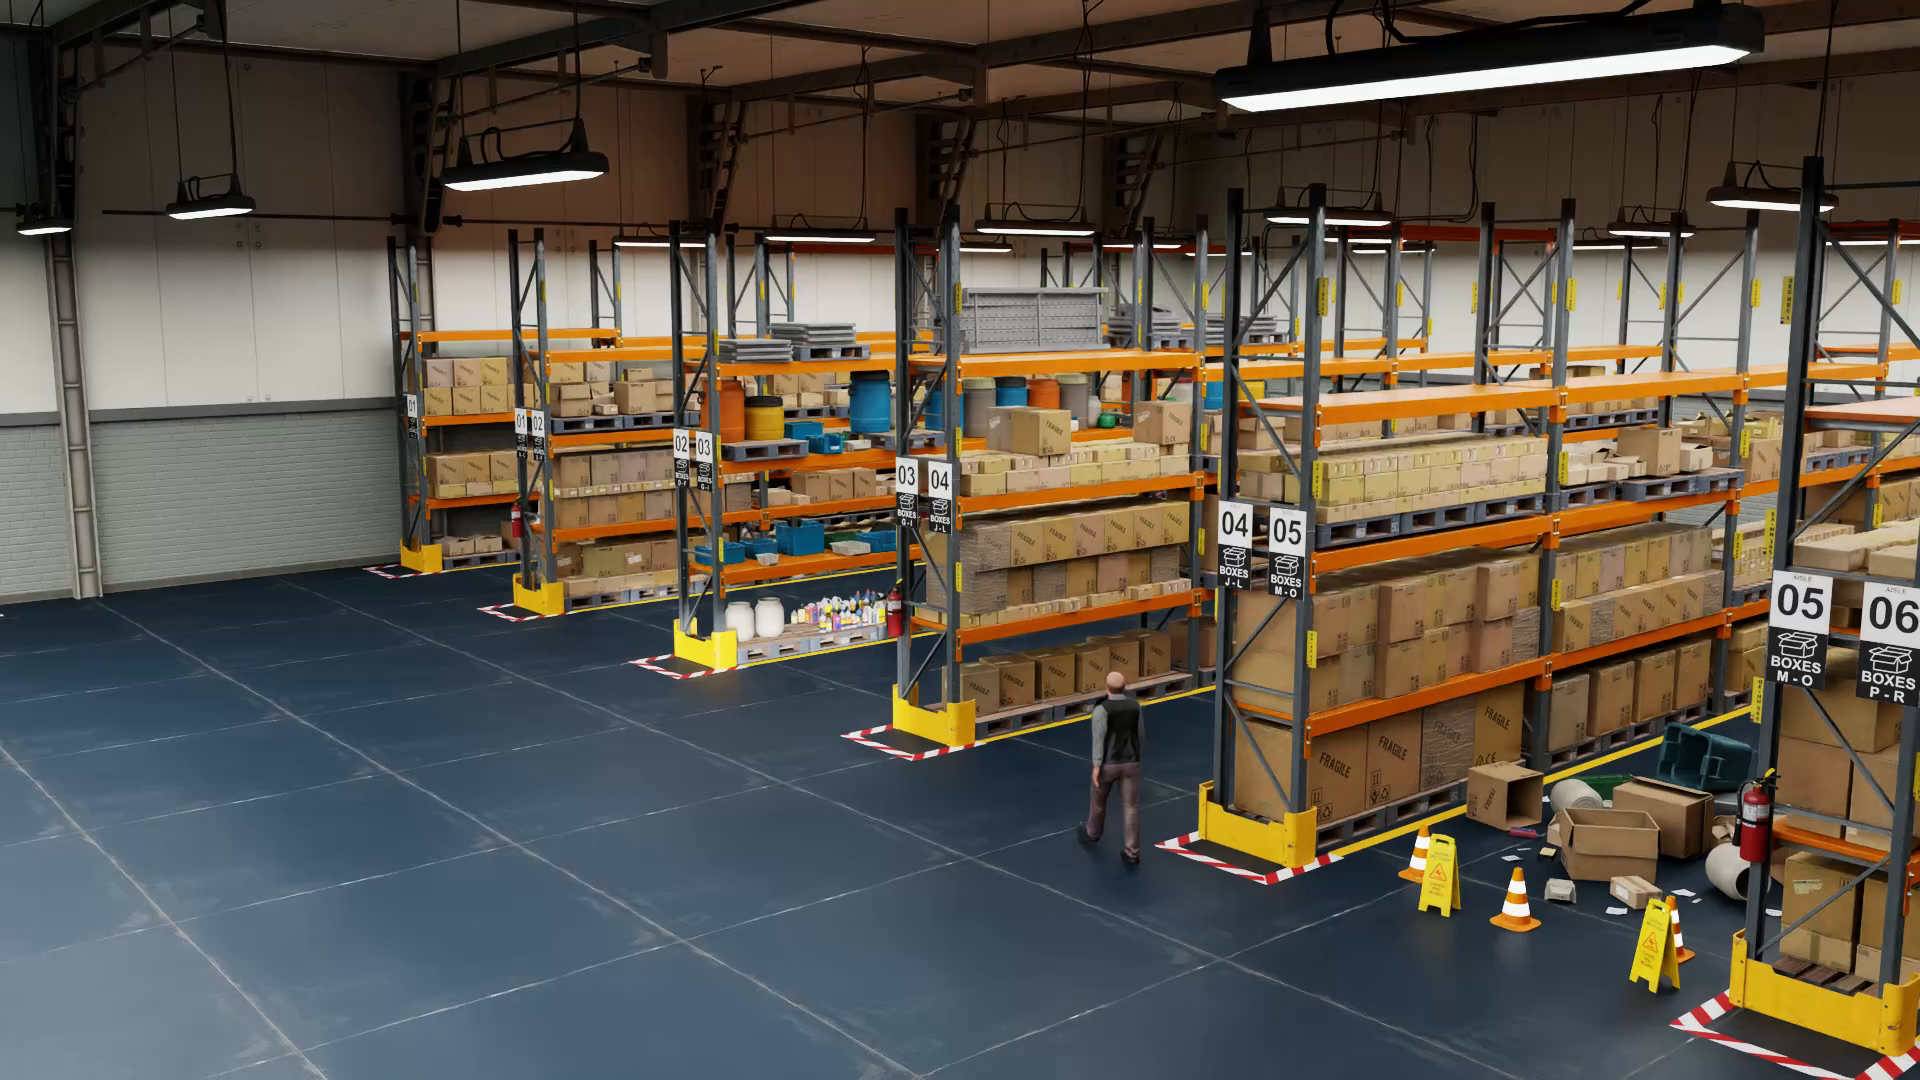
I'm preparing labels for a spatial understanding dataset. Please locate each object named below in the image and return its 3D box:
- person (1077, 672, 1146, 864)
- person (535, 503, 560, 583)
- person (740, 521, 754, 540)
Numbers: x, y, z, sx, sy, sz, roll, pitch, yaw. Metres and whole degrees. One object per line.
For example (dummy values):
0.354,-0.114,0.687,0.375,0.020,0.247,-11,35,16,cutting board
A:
1.414,2.014,15.118,0.568,1.654,1.021,-2,9,-15,person
-7.176,-0.140,28.853,0.519,1.762,0.580,-5,10,-30,person
-4.226,-0.552,31.826,0.483,1.645,0.506,-5,10,-29,person
